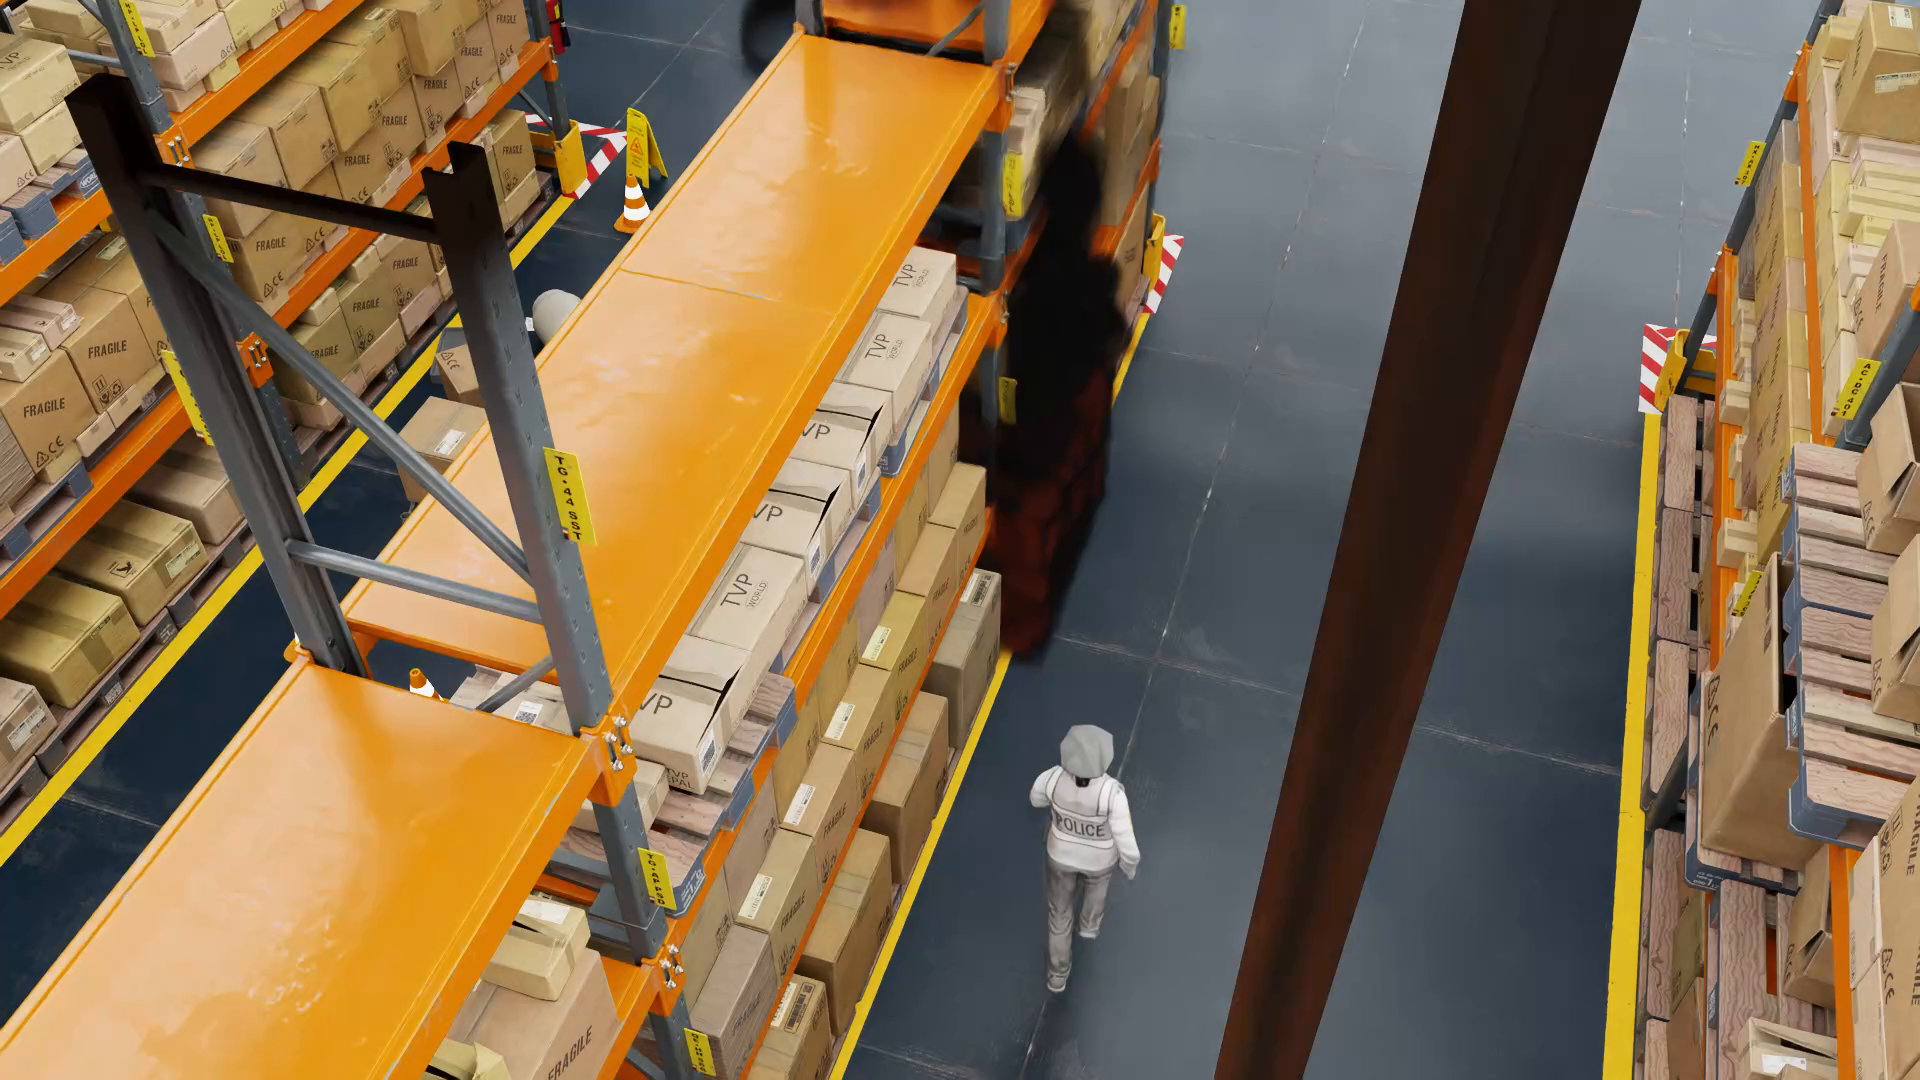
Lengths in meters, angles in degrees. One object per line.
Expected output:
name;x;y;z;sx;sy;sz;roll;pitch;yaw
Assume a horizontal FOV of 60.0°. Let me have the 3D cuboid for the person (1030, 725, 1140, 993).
person;0.609;1.517;8.120;0.555;1.763;0.764;9;46;8
